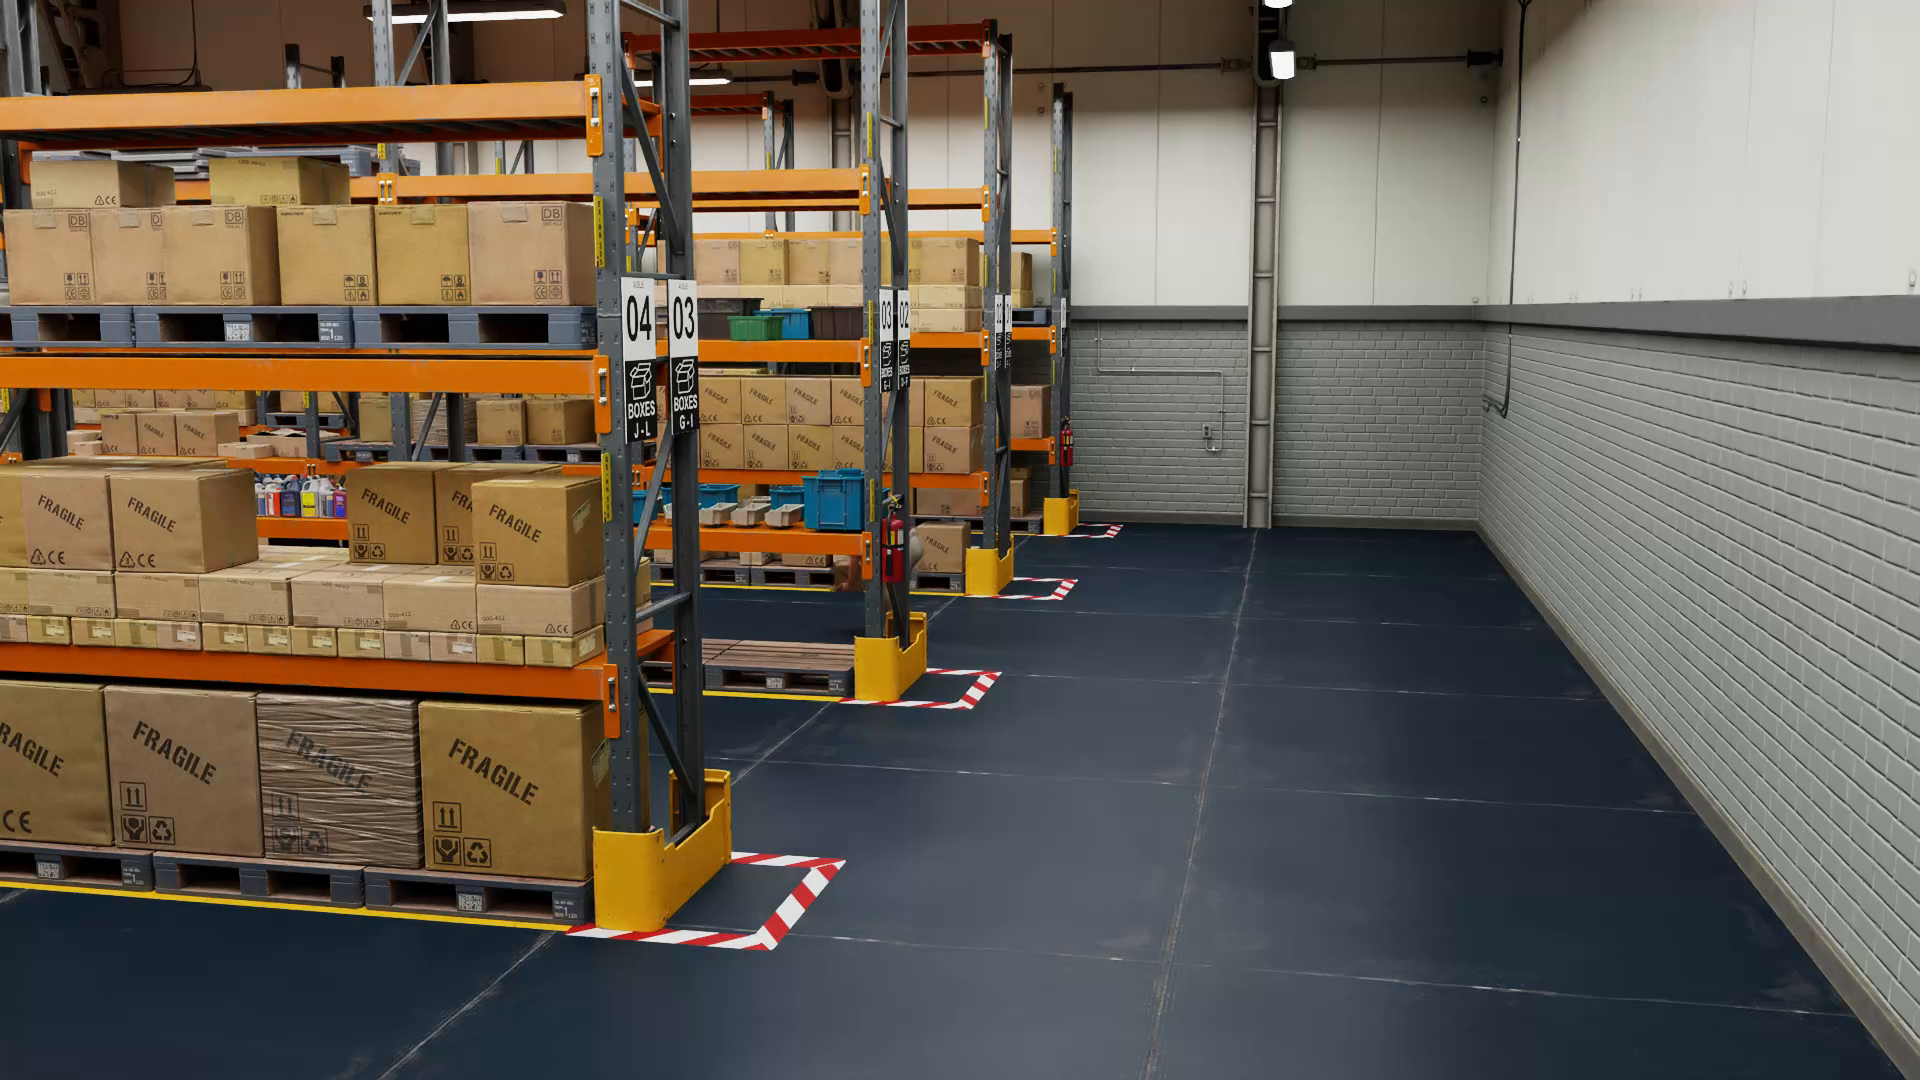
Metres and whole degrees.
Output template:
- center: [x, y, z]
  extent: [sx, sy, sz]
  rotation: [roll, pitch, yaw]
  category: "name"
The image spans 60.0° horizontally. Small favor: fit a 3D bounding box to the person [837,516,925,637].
- center: [-0.801, 0.273, 15.688]
  extent: [0.916, 1.243, 0.503]
  rotation: [1, 8, 9]
  category: "person"
